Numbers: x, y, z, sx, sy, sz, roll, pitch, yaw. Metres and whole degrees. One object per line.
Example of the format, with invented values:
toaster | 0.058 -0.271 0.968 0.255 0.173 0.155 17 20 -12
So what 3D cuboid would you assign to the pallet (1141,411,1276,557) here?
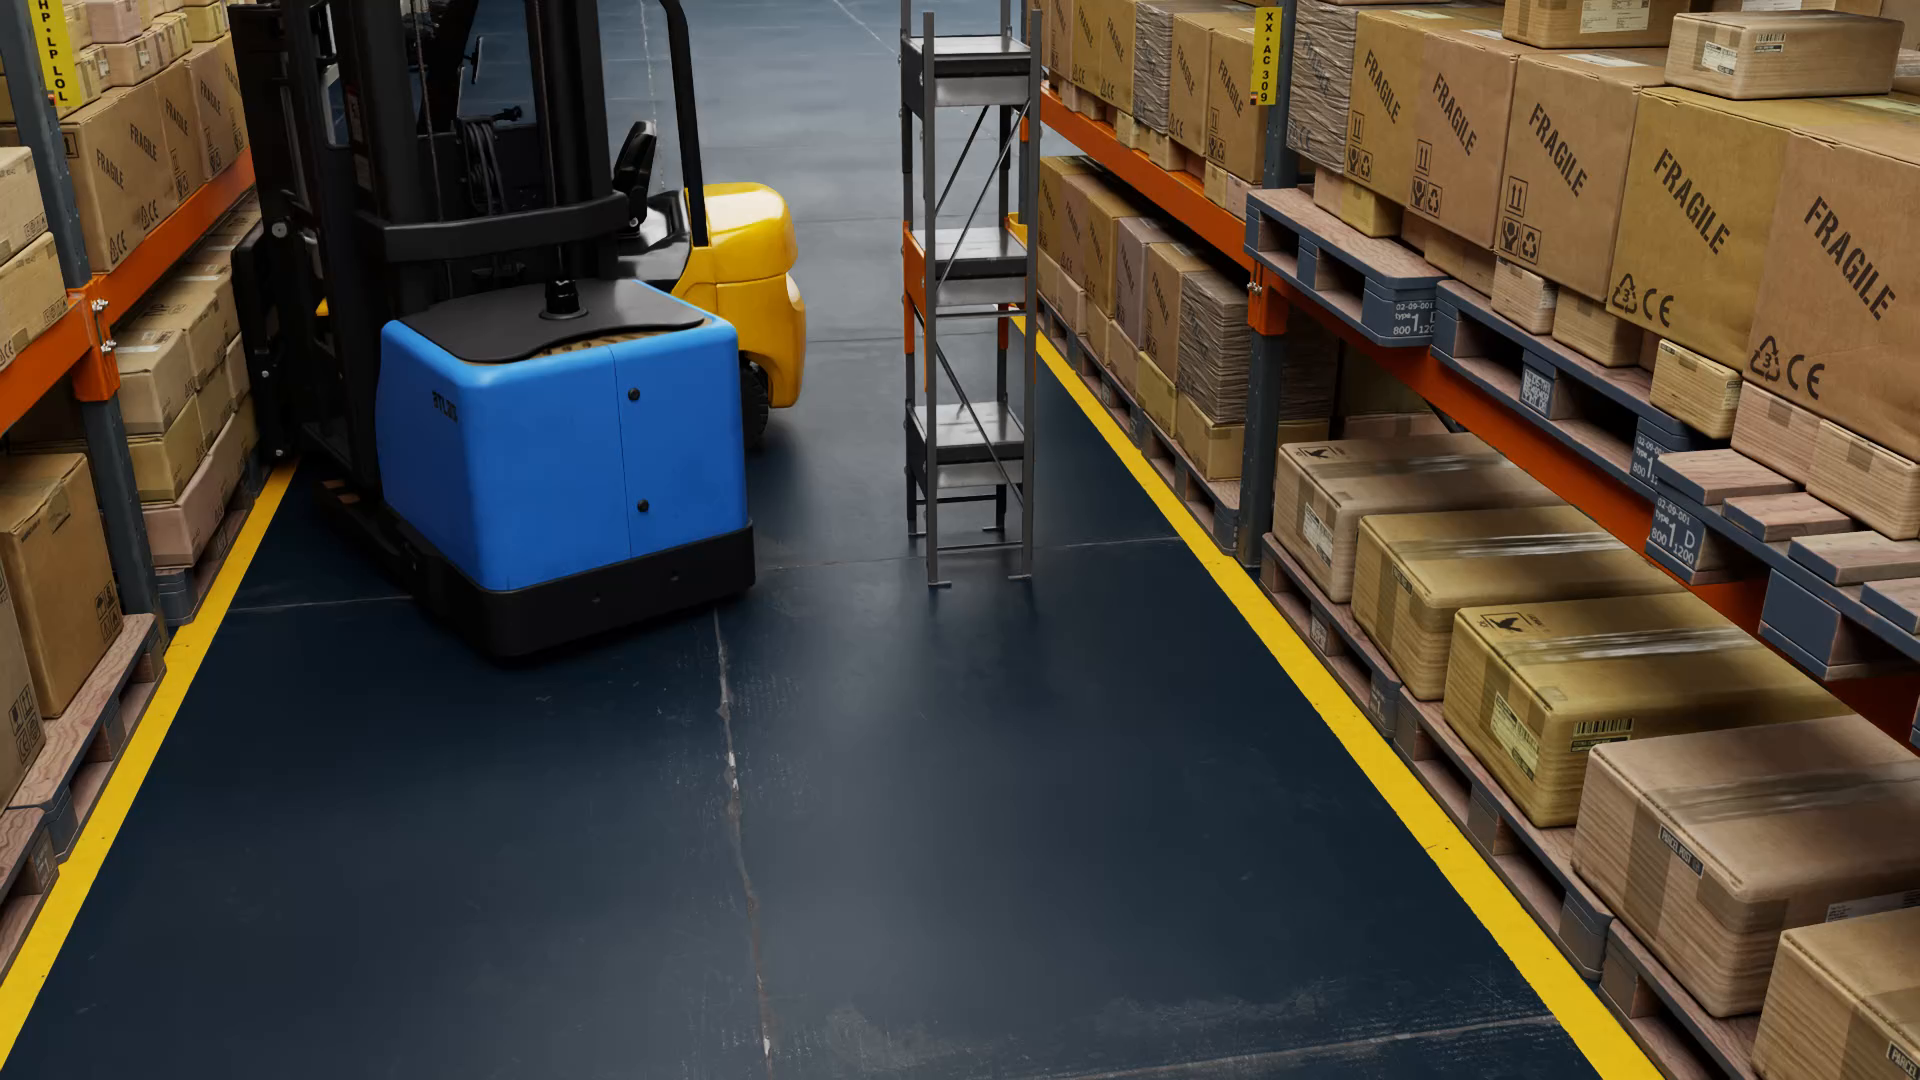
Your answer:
pallet | 1.432 -0.300 7.173 1.003 0.211 1.213 -4 24 -10

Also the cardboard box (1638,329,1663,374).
cardboard box | 1.802 -0.443 3.805 0.380 0.149 0.250 -4 24 -9

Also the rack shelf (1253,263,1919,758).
rack shelf | 1.961 -0.200 4.359 1.077 0.370 4.000 -4 24 -10

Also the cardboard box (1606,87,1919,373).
cardboard box | 1.773 -0.677 3.530 0.500 0.500 0.500 -6 24 -13

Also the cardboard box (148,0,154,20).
cardboard box | -3.370 -2.075 6.446 0.380 0.149 0.250 -4 24 -10

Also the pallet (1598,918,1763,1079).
pallet | 2.188 1.227 3.676 1.003 0.211 1.213 -4 24 -10

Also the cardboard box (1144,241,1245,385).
cardboard box | 1.122 -1.005 7.277 0.500 0.500 0.500 -4 24 -9

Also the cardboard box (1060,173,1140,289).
cardboard box | 0.835 -1.613 8.670 0.500 0.500 0.500 -5 24 -12

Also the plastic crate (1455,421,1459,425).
plastic crate | 2.107 -0.657 8.153 0.402 0.080 0.583 -13 27 -28

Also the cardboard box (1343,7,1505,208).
cardboard box | 1.489 -1.288 4.931 0.500 0.500 0.500 -4 24 -10

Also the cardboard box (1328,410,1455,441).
cardboard box | 1.747 -0.501 7.060 0.500 0.250 0.500 -5 24 -12

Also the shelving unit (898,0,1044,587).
shelving unit | 0.031 -0.897 6.181 0.431 2.100 0.503 -4 24 -10

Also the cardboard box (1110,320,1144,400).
cardboard box | 1.020 -0.870 7.906 0.500 0.250 0.500 -4 24 -9

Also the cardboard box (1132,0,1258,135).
cardboard box | 1.062 -2.061 7.224 0.500 0.500 0.500 -4 24 -8

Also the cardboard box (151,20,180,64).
cardboard box | -3.295 -1.941 6.511 0.380 0.149 0.250 -5 24 -11

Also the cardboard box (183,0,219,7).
cardboard box | -3.418 -2.380 7.145 0.380 0.149 0.250 -4 24 -9

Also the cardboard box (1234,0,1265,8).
cardboard box | 1.584 -2.548 7.090 0.700 0.500 0.500 -5 24 -11

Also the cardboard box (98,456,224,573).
cardboard box | -3.050 -0.095 6.130 0.500 0.250 0.500 -4 24 -9

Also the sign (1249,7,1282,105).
sign | 1.059 -1.670 5.744 0.100 0.325 0.005 -4 24 -10

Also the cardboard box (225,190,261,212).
cardboard box | -3.534 -1.553 8.219 0.500 0.250 0.500 -4 24 -9

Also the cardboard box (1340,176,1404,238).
cardboard box | 1.420 -1.054 5.205 0.380 0.149 0.250 -4 24 -9

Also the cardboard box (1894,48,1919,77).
cardboard box | 2.182 -0.922 4.092 0.500 0.500 0.500 -5 24 -12

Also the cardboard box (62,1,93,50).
cardboard box | -3.247 -1.770 5.748 0.380 0.149 0.250 -5 24 -11

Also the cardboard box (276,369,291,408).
cardboard box | -3.344 -0.695 7.505 0.500 0.250 0.500 -4 24 -8

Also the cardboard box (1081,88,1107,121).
cardboard box | 0.823 -2.214 8.387 0.380 0.149 0.250 -4 24 -8

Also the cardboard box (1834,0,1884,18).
cardboard box | 5.811 -3.222 10.192 0.875 0.550 0.550 -4 24 -10

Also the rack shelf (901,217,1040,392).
rack shelf | 0.031 -0.885 6.186 0.431 0.518 0.480 -4 24 -10

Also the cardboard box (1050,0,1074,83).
cardboard box | 0.765 -2.661 8.599 0.500 0.500 0.500 -4 24 -8

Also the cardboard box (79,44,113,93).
cardboard box | -3.212 -1.638 5.816 0.380 0.149 0.250 -4 24 -10

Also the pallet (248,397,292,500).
pallet | -3.621 -0.466 7.554 1.003 0.211 1.213 -4 24 -10

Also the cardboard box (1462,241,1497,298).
cardboard box | 1.598 -0.746 4.501 0.380 0.149 0.250 -4 24 -9

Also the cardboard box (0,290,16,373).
cardboard box | -2.838 -0.503 4.340 0.500 0.250 0.500 -4 24 -10

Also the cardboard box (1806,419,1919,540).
cardboard box | 1.828 -0.128 3.084 0.380 0.149 0.250 -5 24 -10

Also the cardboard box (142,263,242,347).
cardboard box | -3.255 -0.948 6.835 0.500 0.250 0.500 -3 24 -8

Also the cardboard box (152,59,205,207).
cardboard box | -3.319 -1.590 6.518 0.500 0.500 0.500 -5 24 -10

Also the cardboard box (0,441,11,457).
cardboard box | -3.578 -0.285 5.942 0.500 0.250 0.500 -5 24 -11

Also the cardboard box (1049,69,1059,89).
cardboard box | 0.711 -2.626 9.328 0.380 0.149 0.250 -4 24 -10

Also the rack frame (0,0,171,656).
rack frame | -3.286 -0.947 5.172 1.000 3.000 0.127 -4 24 -10

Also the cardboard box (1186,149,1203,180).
cardboard box | 1.175 -1.610 7.002 0.380 0.149 0.250 -5 24 -10

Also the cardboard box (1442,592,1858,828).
cardboard box | 1.957 0.457 4.713 0.950 0.372 0.625 -4 24 -8

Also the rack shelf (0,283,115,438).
rack shelf | -2.916 0.169 3.514 1.077 0.370 4.000 -4 24 -10

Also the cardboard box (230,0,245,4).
cardboard box | -3.622 -2.543 7.890 0.380 0.149 0.250 -4 24 -9

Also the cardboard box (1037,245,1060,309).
cardboard box | 0.729 -1.484 9.311 0.500 0.250 0.500 -5 24 -10

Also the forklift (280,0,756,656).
forklift | -2.045 -1.474 6.464 1.130 2.935 3.031 -17 29 -33

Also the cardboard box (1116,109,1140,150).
cardboard box | 0.940 -1.906 7.680 0.380 0.149 0.250 -4 24 -9

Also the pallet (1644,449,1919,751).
pallet | 2.094 0.073 3.076 1.213 0.211 1.003 -4 24 -10

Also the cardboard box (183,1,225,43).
cardboard box | -3.425 -2.246 7.208 0.380 0.149 0.250 -4 24 -9

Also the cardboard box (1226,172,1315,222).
cardboard box | 1.232 -1.305 6.304 0.380 0.149 0.250 -5 24 -10

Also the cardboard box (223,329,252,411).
cardboard box | -3.249 -0.719 6.934 0.500 0.250 0.500 -5 24 -10

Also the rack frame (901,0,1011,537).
rack frame | -0.015 -0.993 6.400 0.400 2.100 0.015 -4 24 -10

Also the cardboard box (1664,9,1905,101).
cardboard box | 1.751 -1.037 3.546 0.380 0.149 0.250 -5 24 -12
